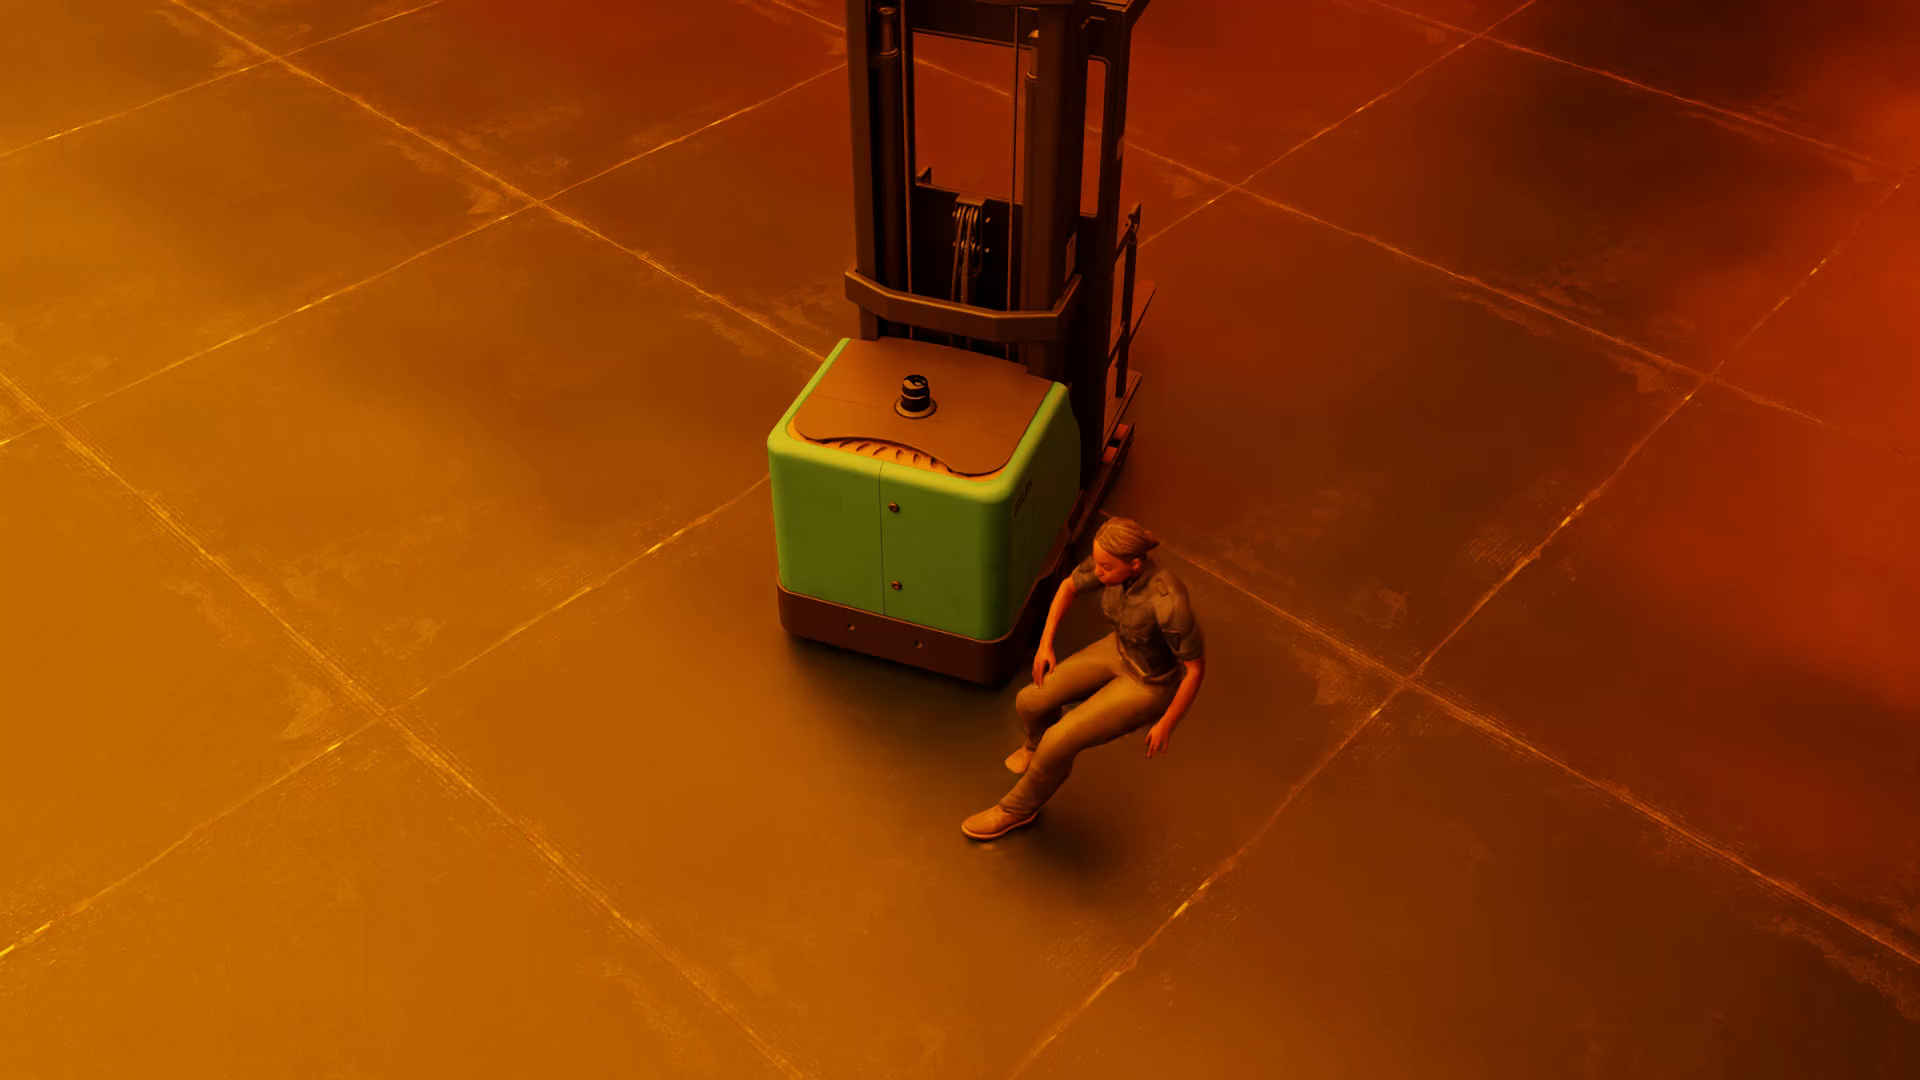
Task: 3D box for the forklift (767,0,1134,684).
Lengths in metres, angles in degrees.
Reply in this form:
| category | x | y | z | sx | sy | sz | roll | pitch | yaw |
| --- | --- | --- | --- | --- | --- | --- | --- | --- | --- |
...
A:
| category | x | y | z | sx | sy | sz | roll | pitch | yaw |
| --- | --- | --- | --- | --- | --- | --- | --- | --- | --- |
| forklift | 0.211 | -1.484 | 7.158 | 1.130 | 2.935 | 3.031 | 14 | 42 | 15 |

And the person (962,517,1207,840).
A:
| category | x | y | z | sx | sy | sz | roll | pitch | yaw |
| --- | --- | --- | --- | --- | --- | --- | --- | --- | --- |
| person | 0.414 | 0.535 | 6.035 | 0.846 | 1.446 | 0.686 | -18 | 44 | -20 |
